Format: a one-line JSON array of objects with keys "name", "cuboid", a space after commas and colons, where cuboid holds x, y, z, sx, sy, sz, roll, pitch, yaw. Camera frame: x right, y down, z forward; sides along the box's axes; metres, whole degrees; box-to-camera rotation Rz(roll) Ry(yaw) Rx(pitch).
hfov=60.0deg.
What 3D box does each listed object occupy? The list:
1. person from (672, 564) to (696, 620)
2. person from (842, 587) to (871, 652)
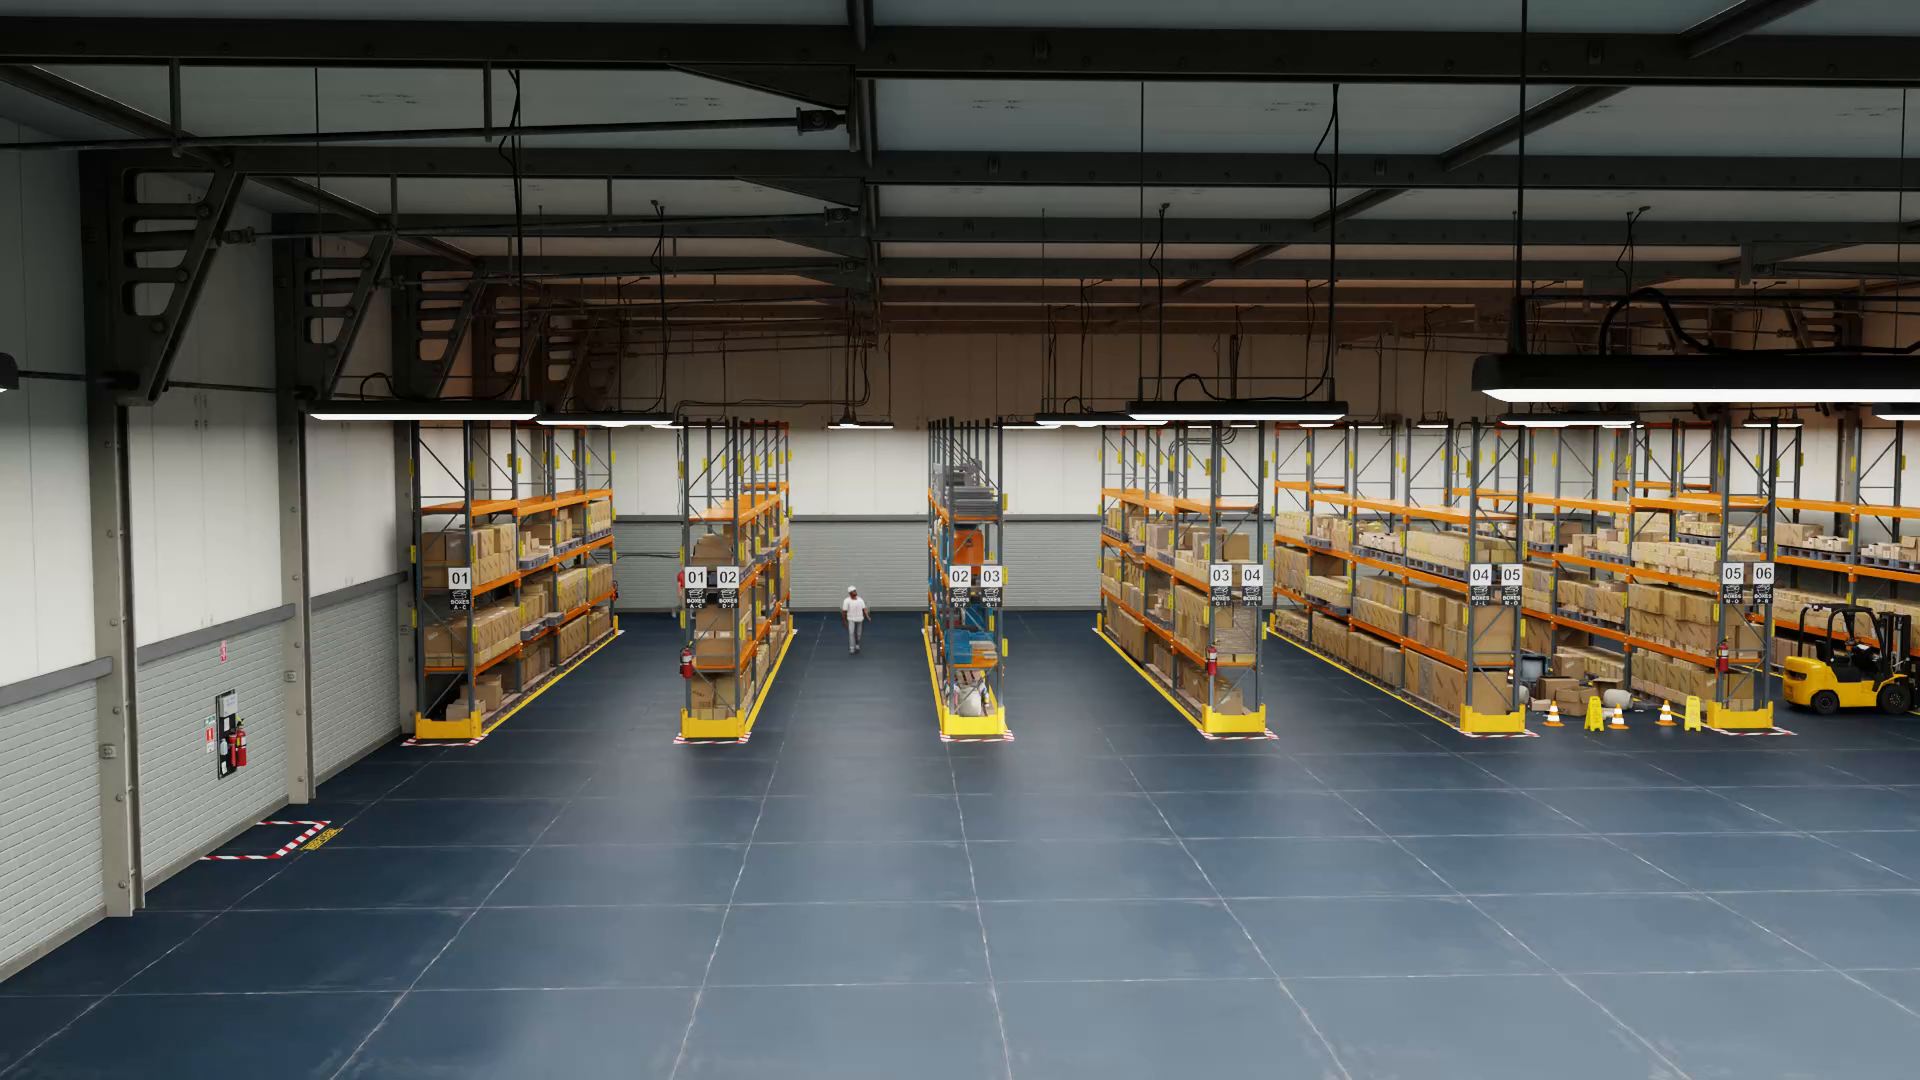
[{"name": "person", "cuboid": [-8.362, 1.567, 50.599, 0.687, 1.695, 0.600, 3, 5, 36]}, {"name": "person", "cuboid": [-2.673, 2.025, 42.933, 0.728, 1.651, 0.884, 0, 4, -5]}]
